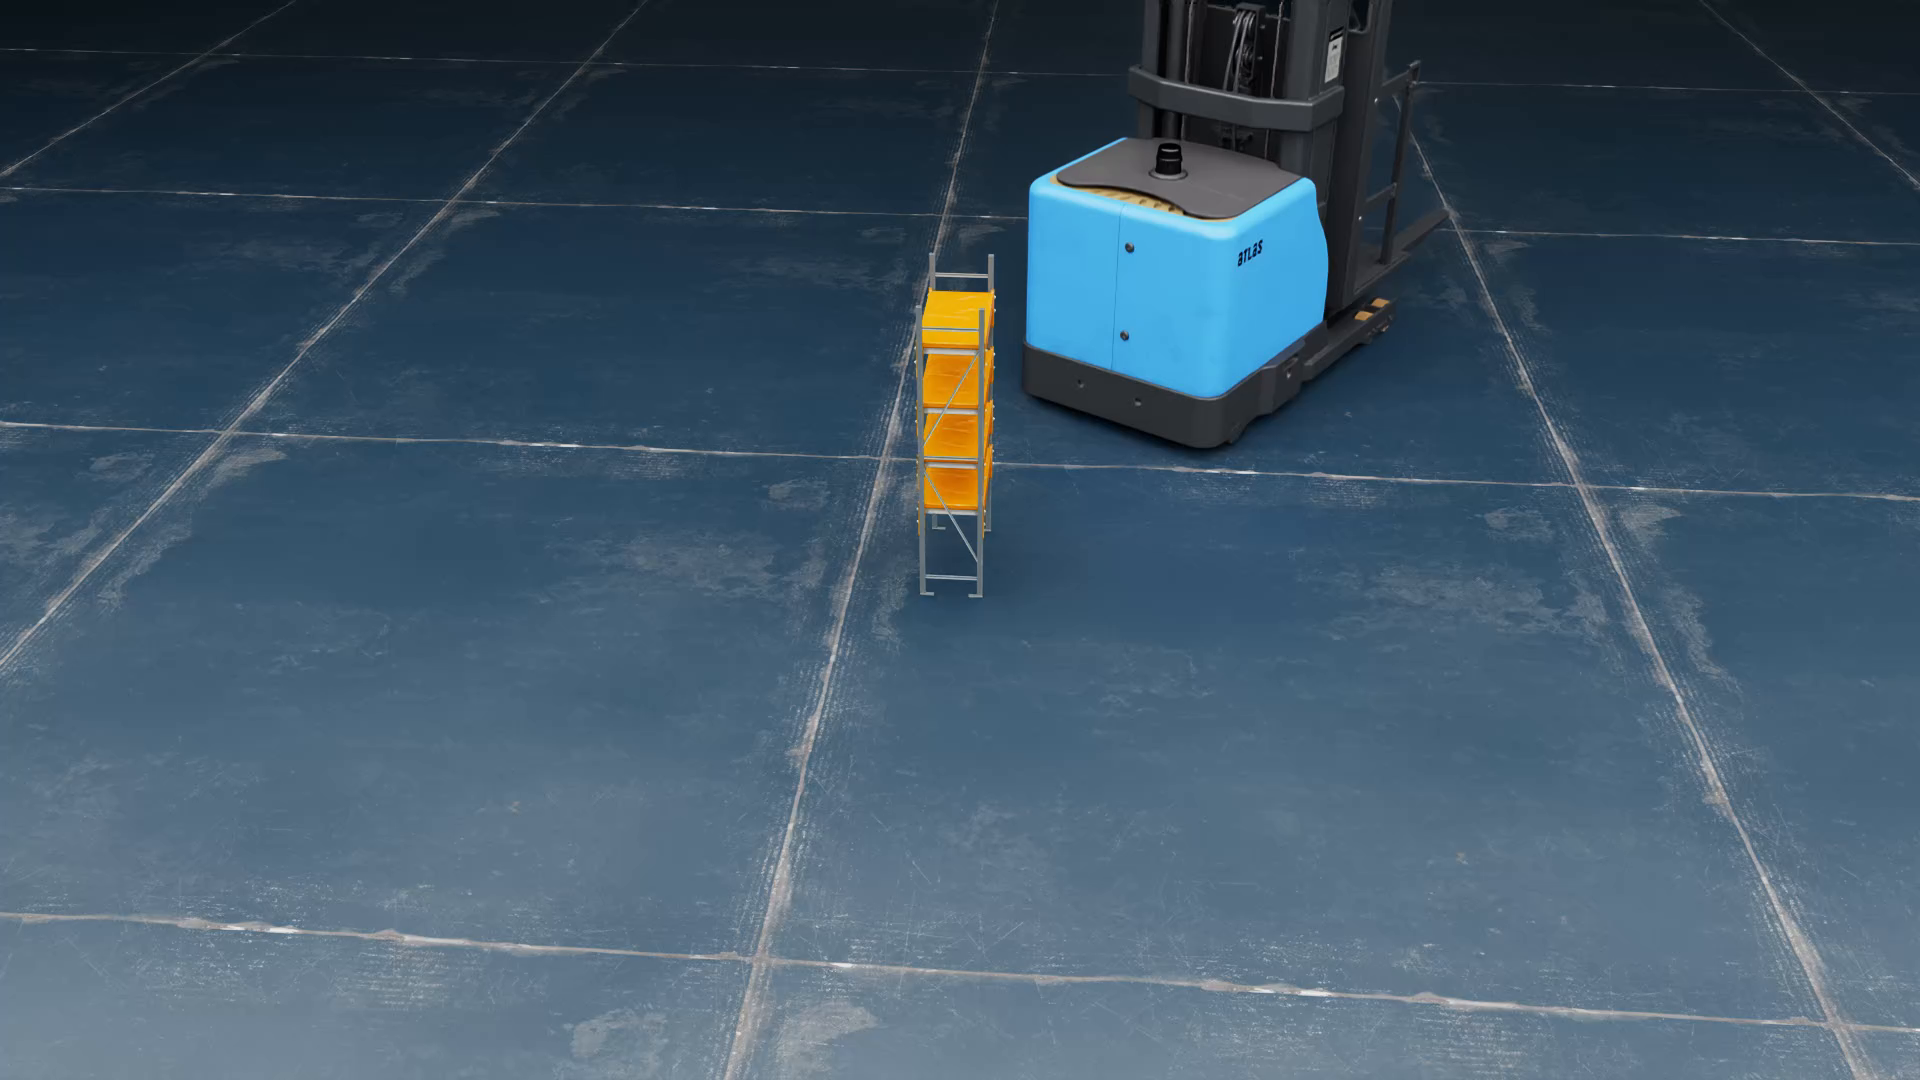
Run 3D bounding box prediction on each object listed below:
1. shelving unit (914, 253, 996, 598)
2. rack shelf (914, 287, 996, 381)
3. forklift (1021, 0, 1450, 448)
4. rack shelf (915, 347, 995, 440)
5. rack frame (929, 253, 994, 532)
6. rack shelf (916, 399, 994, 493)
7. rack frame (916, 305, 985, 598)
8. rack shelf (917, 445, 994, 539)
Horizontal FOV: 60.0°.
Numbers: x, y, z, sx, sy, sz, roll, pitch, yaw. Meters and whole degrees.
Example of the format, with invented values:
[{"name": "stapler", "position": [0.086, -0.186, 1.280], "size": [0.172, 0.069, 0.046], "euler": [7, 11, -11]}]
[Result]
[{"name": "shelving unit", "position": [-0.013, -0.424, 6.295], "size": [0.258, 1.200, 0.503], "euler": [2, 32, 4]}, {"name": "rack shelf", "position": [-0.013, -0.759, 6.089], "size": [0.258, 0.148, 0.480], "euler": [2, 32, 4]}, {"name": "forklift", "position": [1.570, -2.366, 7.795], "size": [1.130, 2.935, 3.031], "euler": [21, 38, 31]}, {"name": "rack shelf", "position": [-0.013, -0.557, 6.213], "size": [0.258, 0.148, 0.480], "euler": [2, 32, 4]}, {"name": "rack frame", "position": [0.006, -0.552, 6.502], "size": [0.240, 1.200, 0.015], "euler": [2, 32, 4]}, {"name": "rack shelf", "position": [-0.013, -0.367, 6.330], "size": [0.258, 0.148, 0.480], "euler": [2, 32, 4]}, {"name": "rack frame", "position": [-0.033, -0.297, 6.088], "size": [0.240, 1.200, 0.015], "euler": [2, 32, 4]}, {"name": "rack shelf", "position": [-0.013, -0.198, 6.434], "size": [0.258, 0.148, 0.480], "euler": [2, 32, 4]}]
